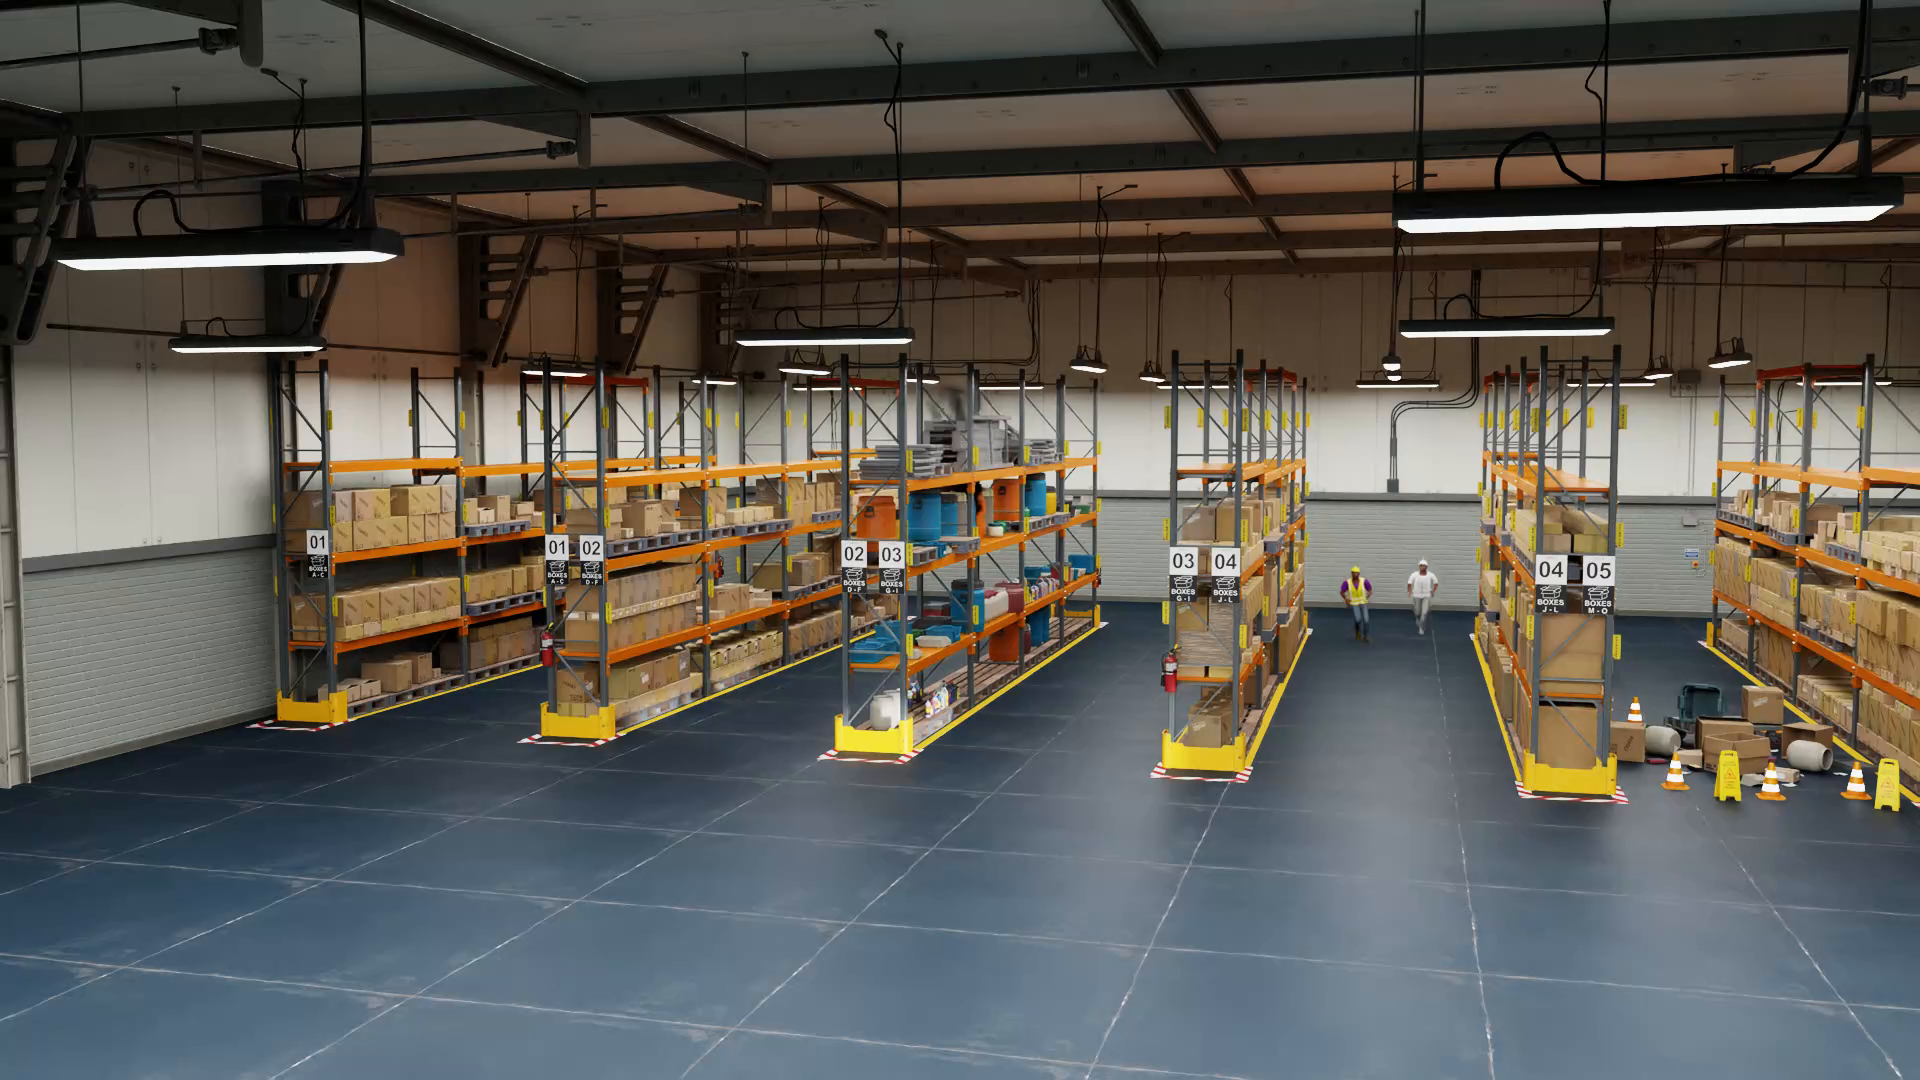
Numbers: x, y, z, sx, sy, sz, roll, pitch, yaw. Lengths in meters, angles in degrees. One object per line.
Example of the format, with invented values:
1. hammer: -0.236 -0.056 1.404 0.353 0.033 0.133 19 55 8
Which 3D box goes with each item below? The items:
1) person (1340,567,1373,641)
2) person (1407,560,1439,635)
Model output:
1. person: 8.974 1.450 37.536 0.701 1.692 0.582 0 4 5
2. person: 10.893 1.339 39.143 0.711 1.737 0.660 1 4 18
